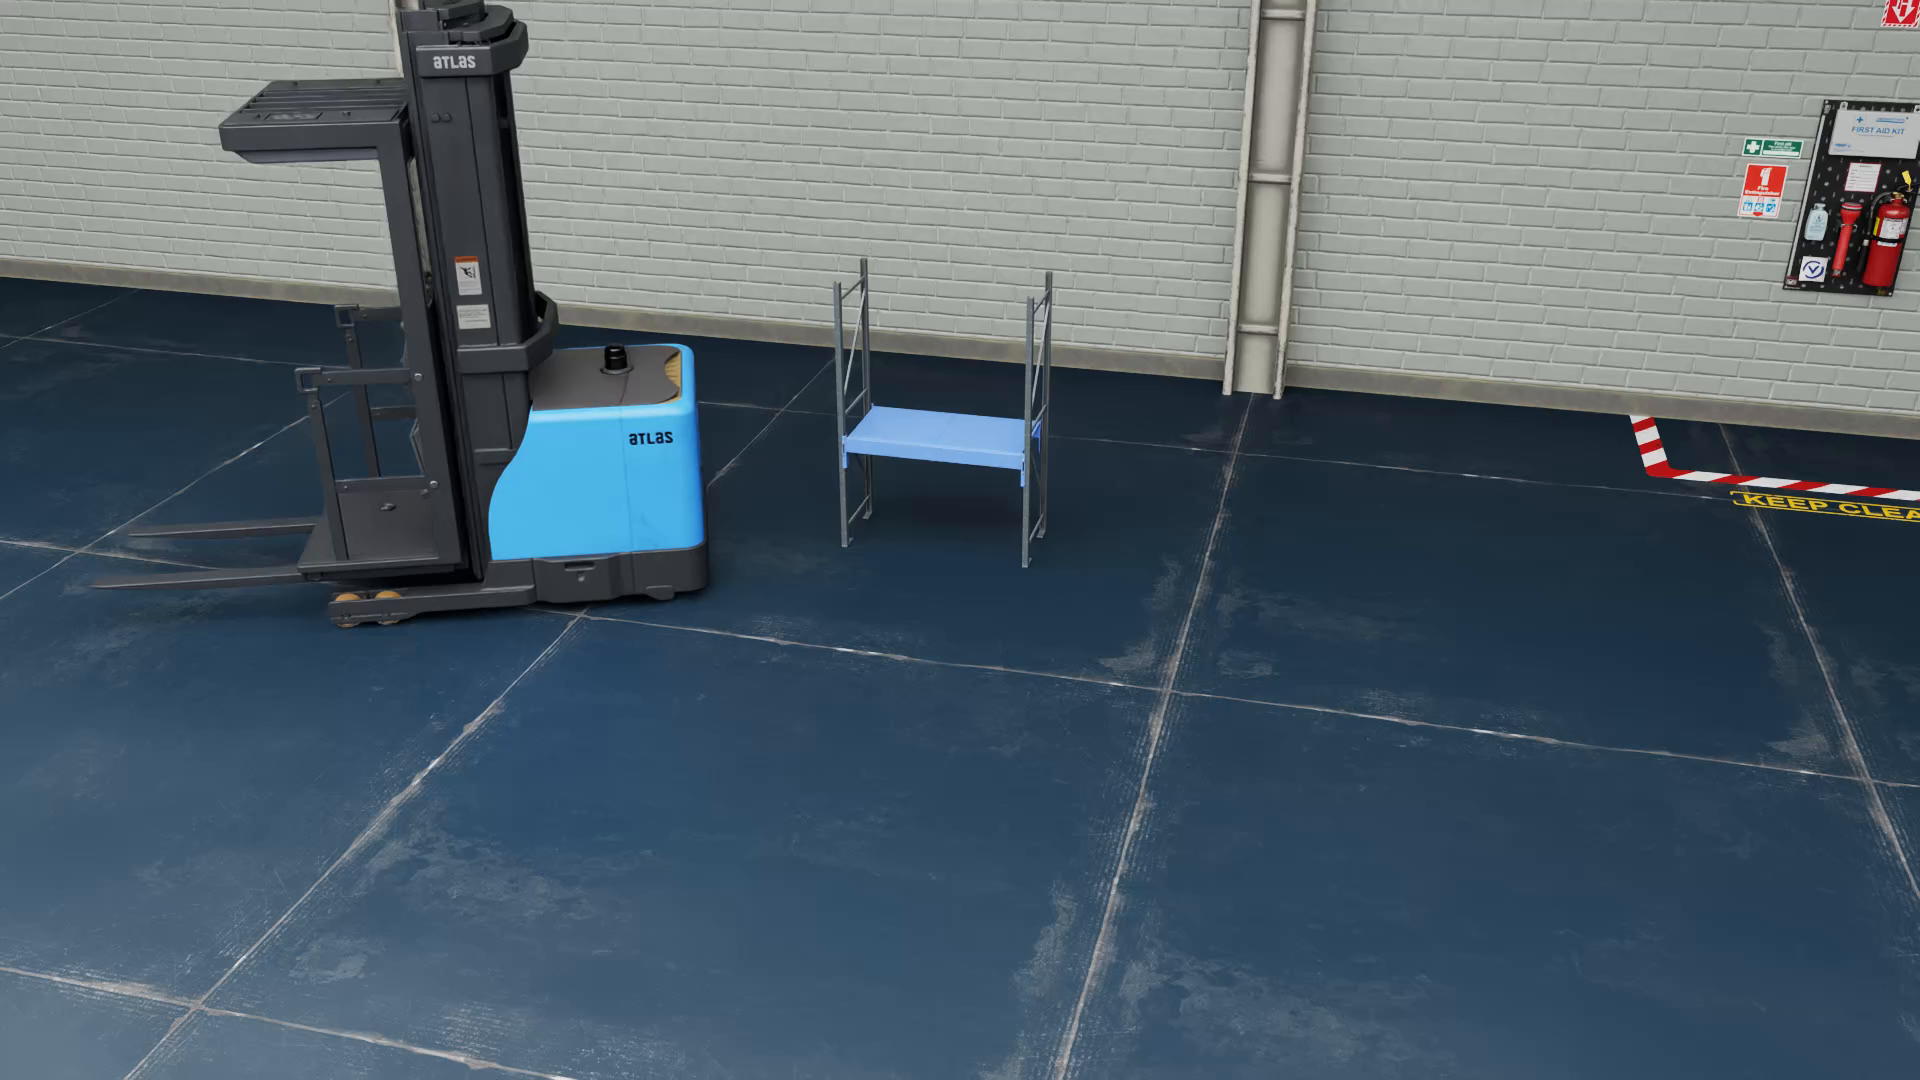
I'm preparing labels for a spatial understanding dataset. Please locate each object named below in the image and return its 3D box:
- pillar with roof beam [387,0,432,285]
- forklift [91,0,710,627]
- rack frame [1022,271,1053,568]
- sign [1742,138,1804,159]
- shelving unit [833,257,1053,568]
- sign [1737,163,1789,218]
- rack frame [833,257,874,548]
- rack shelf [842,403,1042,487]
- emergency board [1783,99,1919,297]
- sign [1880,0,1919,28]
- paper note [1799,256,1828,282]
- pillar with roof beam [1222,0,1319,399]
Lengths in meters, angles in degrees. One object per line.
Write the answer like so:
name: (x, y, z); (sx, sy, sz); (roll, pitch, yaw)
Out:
pillar with roof beam: (-4.863, -3.950, 7.078); (0.400, 9.000, 9.100); (6, 26, 13)
forklift: (-2.862, -1.129, 8.211); (3.031, 2.935, 1.130); (-4, 26, -8)
rack frame: (0.410, -0.632, 8.832); (0.032, 1.500, 0.500); (6, 26, 13)
sign: (4.940, -2.383, 10.107); (0.331, 0.109, 0.001); (6, 26, 13)
shelving unit: (-0.083, -0.686, 8.947); (1.048, 1.500, 0.538); (6, 26, 13)
sign: (4.938, -2.148, 10.230); (0.234, 0.329, 0.001); (6, 26, 13)
rack frame: (-0.575, -0.741, 9.061); (0.032, 1.500, 0.500); (6, 26, 13)
rack shelf: (-0.083, -0.524, 9.024); (1.000, 0.185, 0.538); (6, 26, 13)
emergency board: (5.447, -2.029, 10.023); (0.643, 1.169, 0.194); (6, 26, 13)
sign: (5.464, -3.118, 9.614); (0.199, 0.298, 0.001); (6, 26, 13)
paper note: (5.293, -1.679, 10.312); (0.142, 0.148, 0.016); (6, 26, 13)
pillar with roof beam: (0.948, -3.308, 5.729); (0.400, 9.000, 9.100); (6, 26, 13)
